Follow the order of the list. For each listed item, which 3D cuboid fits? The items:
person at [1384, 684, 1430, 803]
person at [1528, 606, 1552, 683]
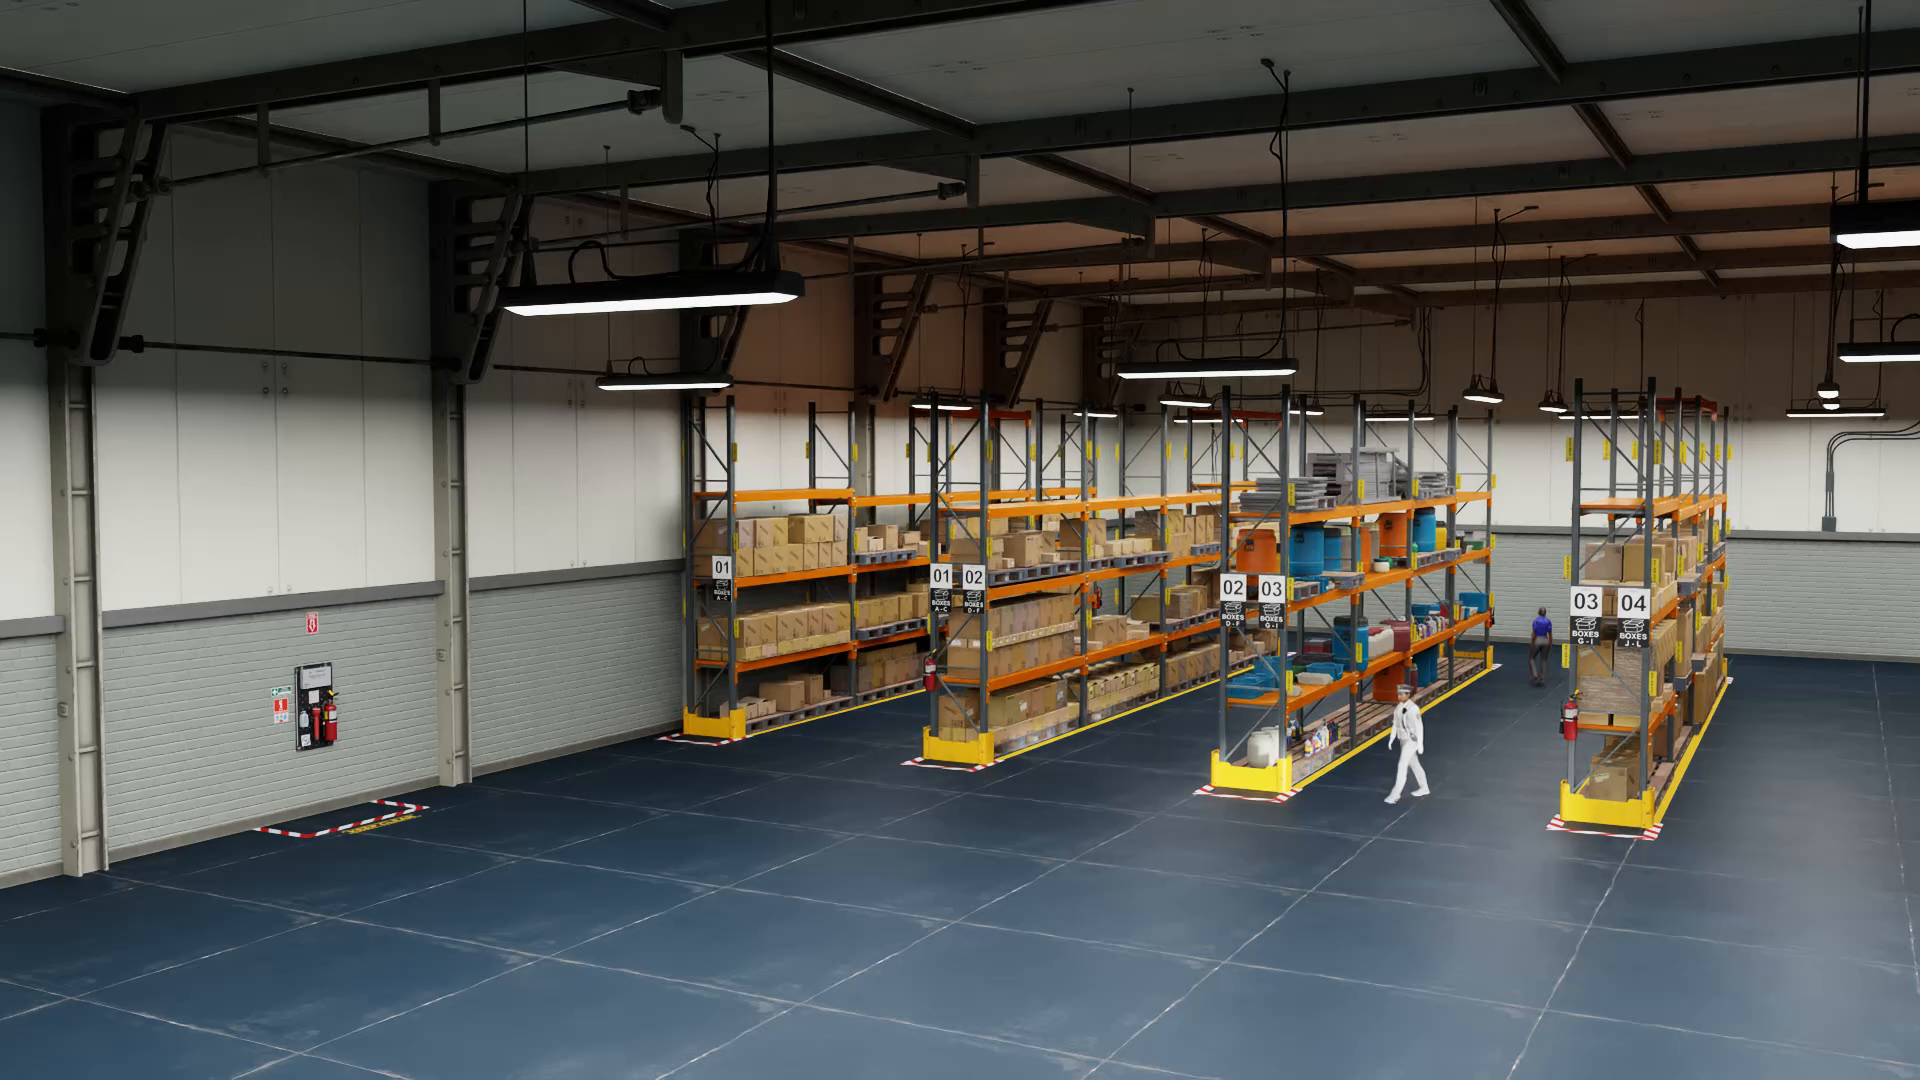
[{"bbox_3d":[6.428,2.905,24.000,0.828,1.651,0.514,-1,3,-12],"label":"person"},{"bbox_3d":[12.622,2.278,36.167,0.495,1.670,0.396,0,3,-3],"label":"person"}]
